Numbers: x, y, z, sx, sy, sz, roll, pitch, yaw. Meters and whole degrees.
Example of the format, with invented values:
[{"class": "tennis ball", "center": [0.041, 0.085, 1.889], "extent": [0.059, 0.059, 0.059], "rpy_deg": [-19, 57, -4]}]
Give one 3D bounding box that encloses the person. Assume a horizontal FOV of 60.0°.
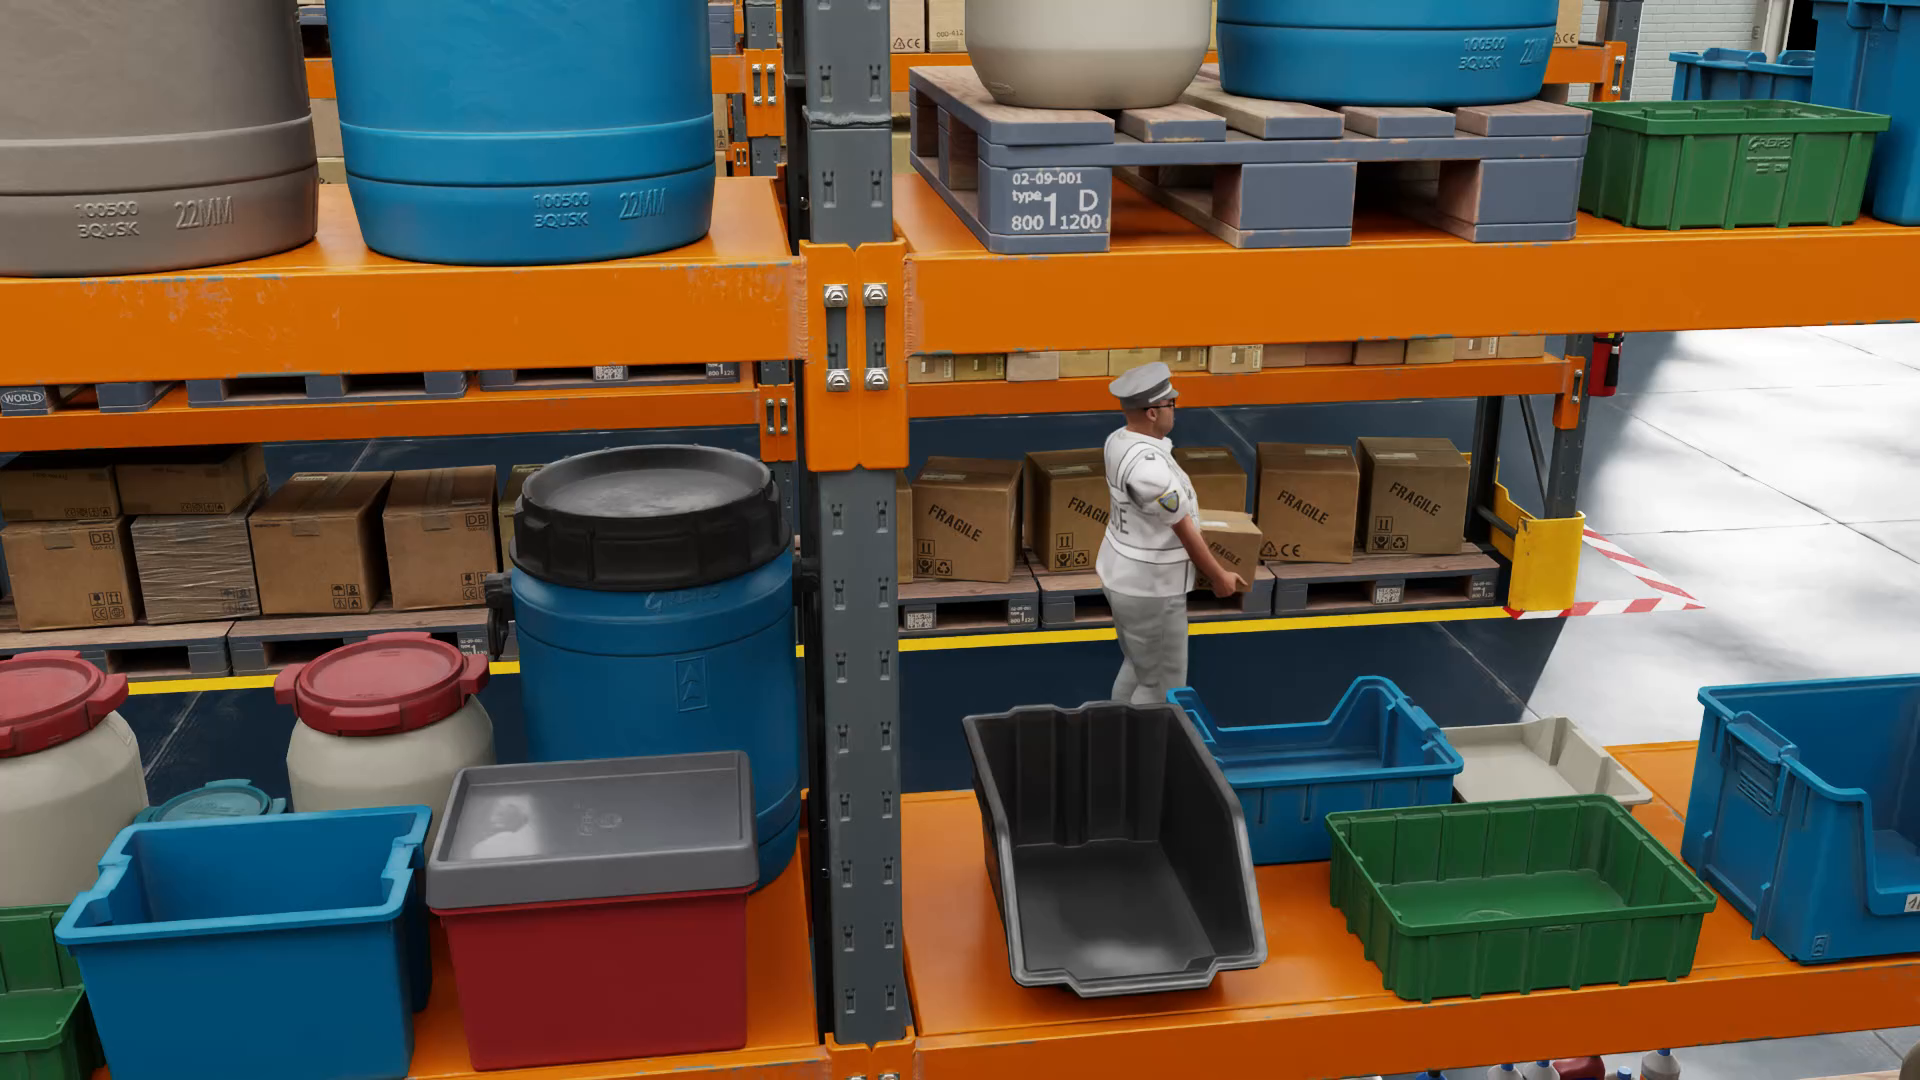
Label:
[{"class": "person", "center": [0.826, 0.161, 6.597], "extent": [0.559, 1.771, 0.491], "rpy_deg": [-3, 20, -7]}]
